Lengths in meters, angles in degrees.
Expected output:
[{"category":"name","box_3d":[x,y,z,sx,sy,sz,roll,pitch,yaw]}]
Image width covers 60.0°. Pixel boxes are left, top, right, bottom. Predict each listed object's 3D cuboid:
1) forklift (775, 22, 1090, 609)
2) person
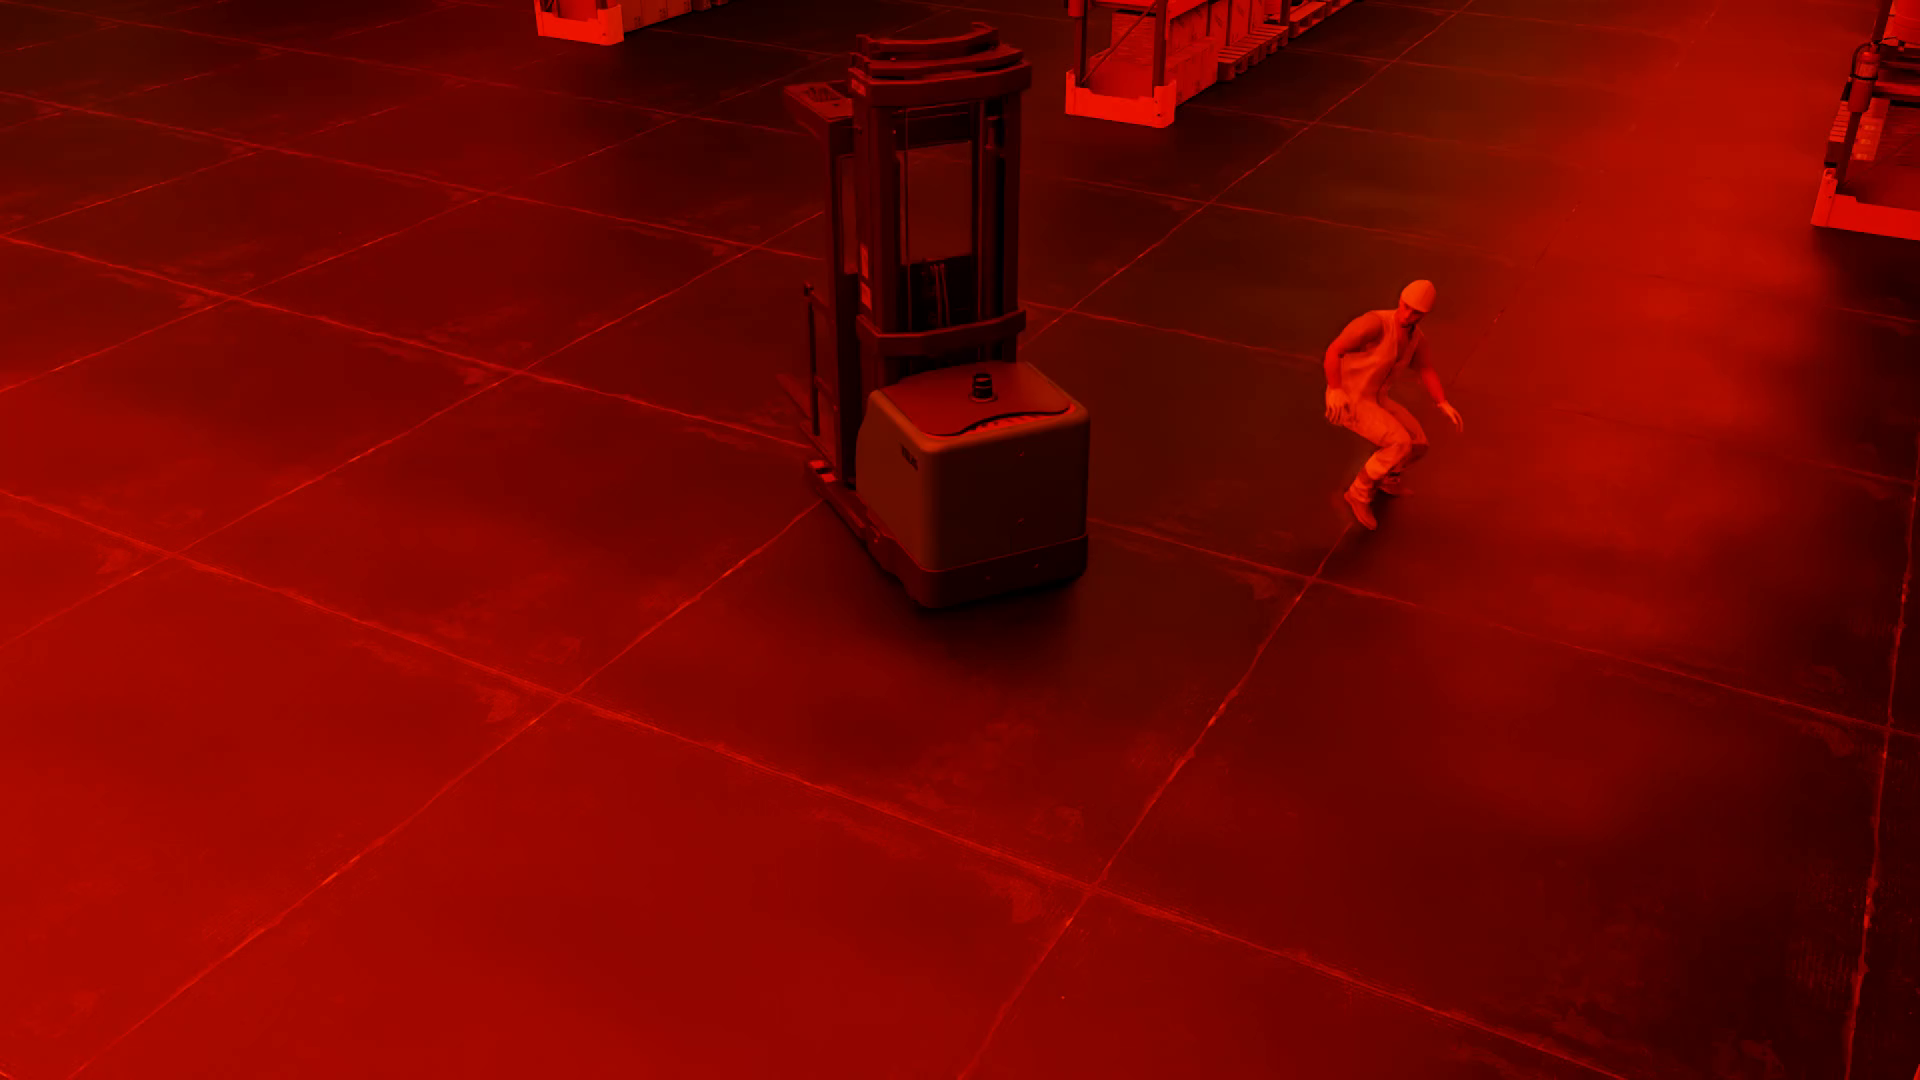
[{"category":"forklift","box_3d":[-0.346,-1.606,9.854,1.130,2.935,3.031,-13,32,-21]},{"category":"person","box_3d":[2.554,-0.811,9.938,0.811,1.536,0.680,-26,39,-37]}]
